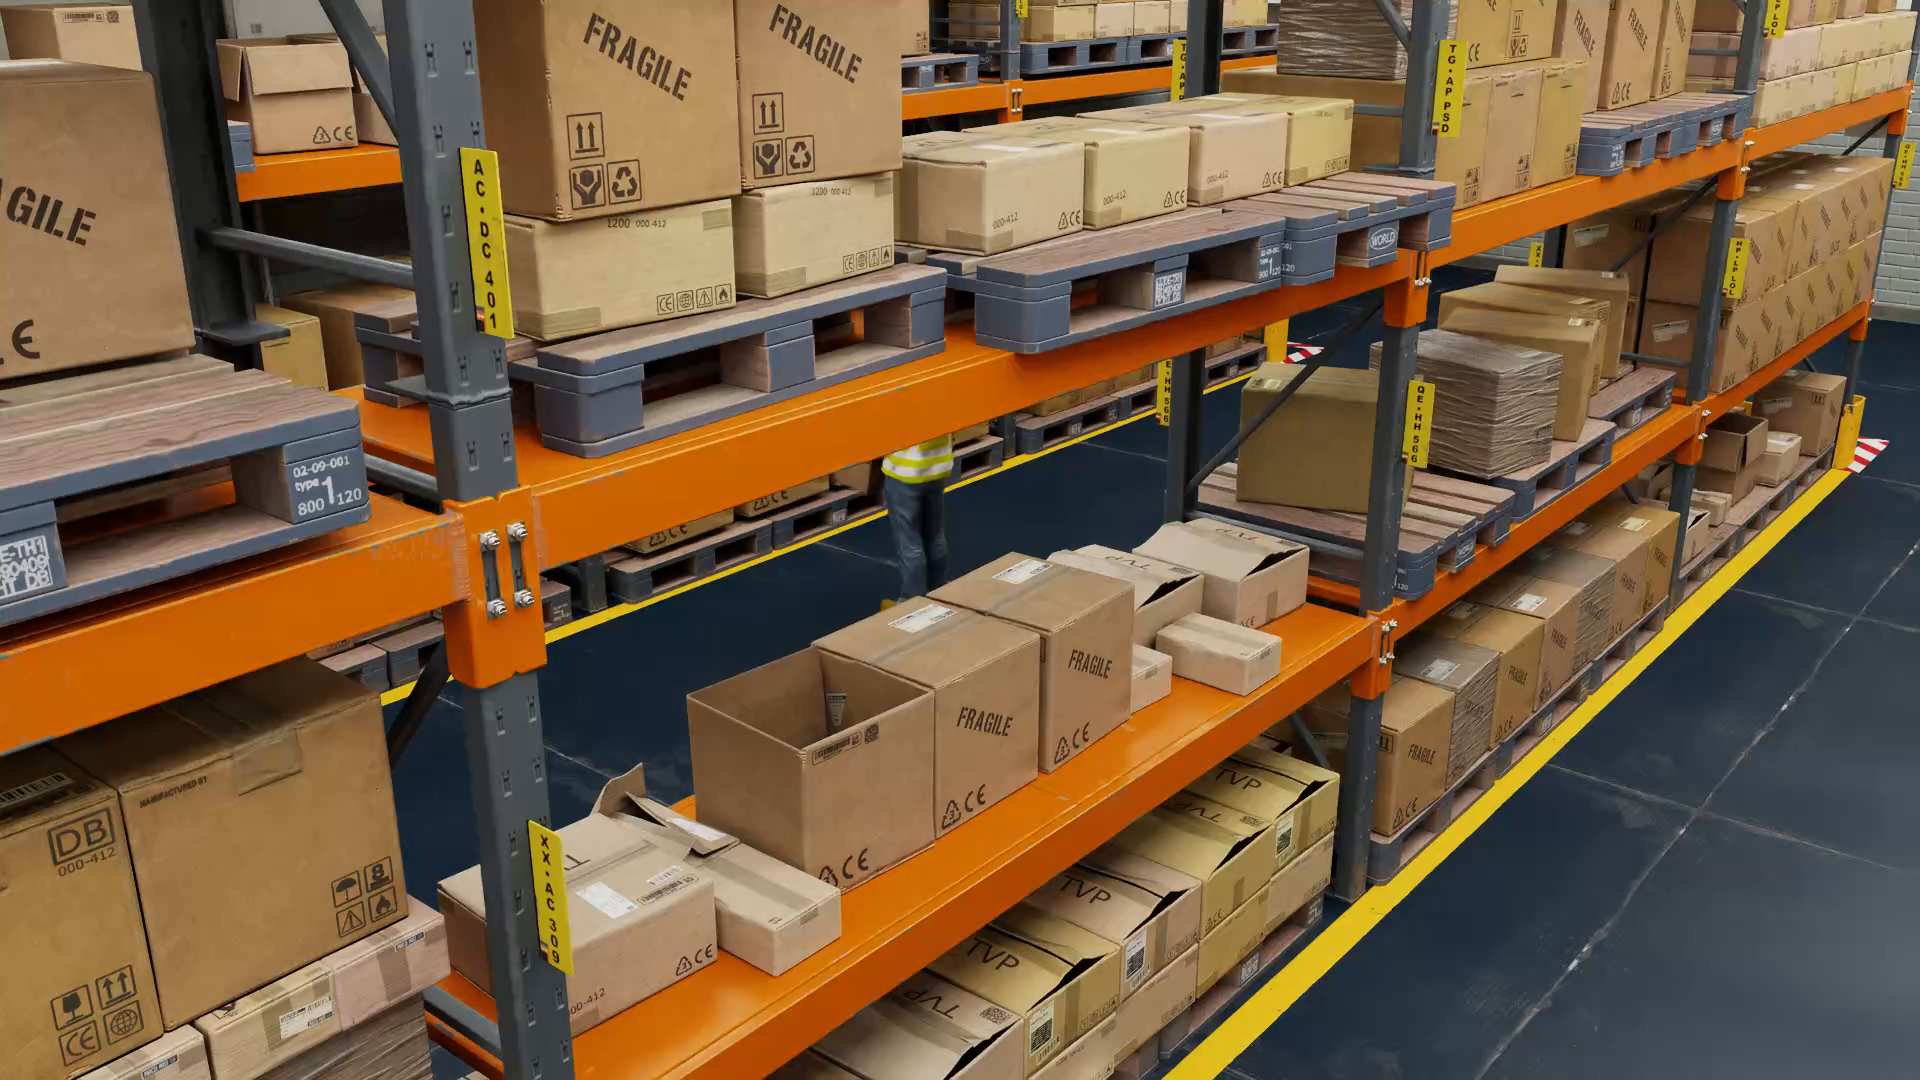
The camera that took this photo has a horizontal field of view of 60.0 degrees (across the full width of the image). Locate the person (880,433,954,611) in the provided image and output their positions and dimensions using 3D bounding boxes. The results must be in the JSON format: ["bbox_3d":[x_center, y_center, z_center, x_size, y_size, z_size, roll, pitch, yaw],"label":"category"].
[{"bbox_3d":[3.585,2.053,0.836,6.553,3.194,19.361,-16,26,-38],"label":"person"}]
